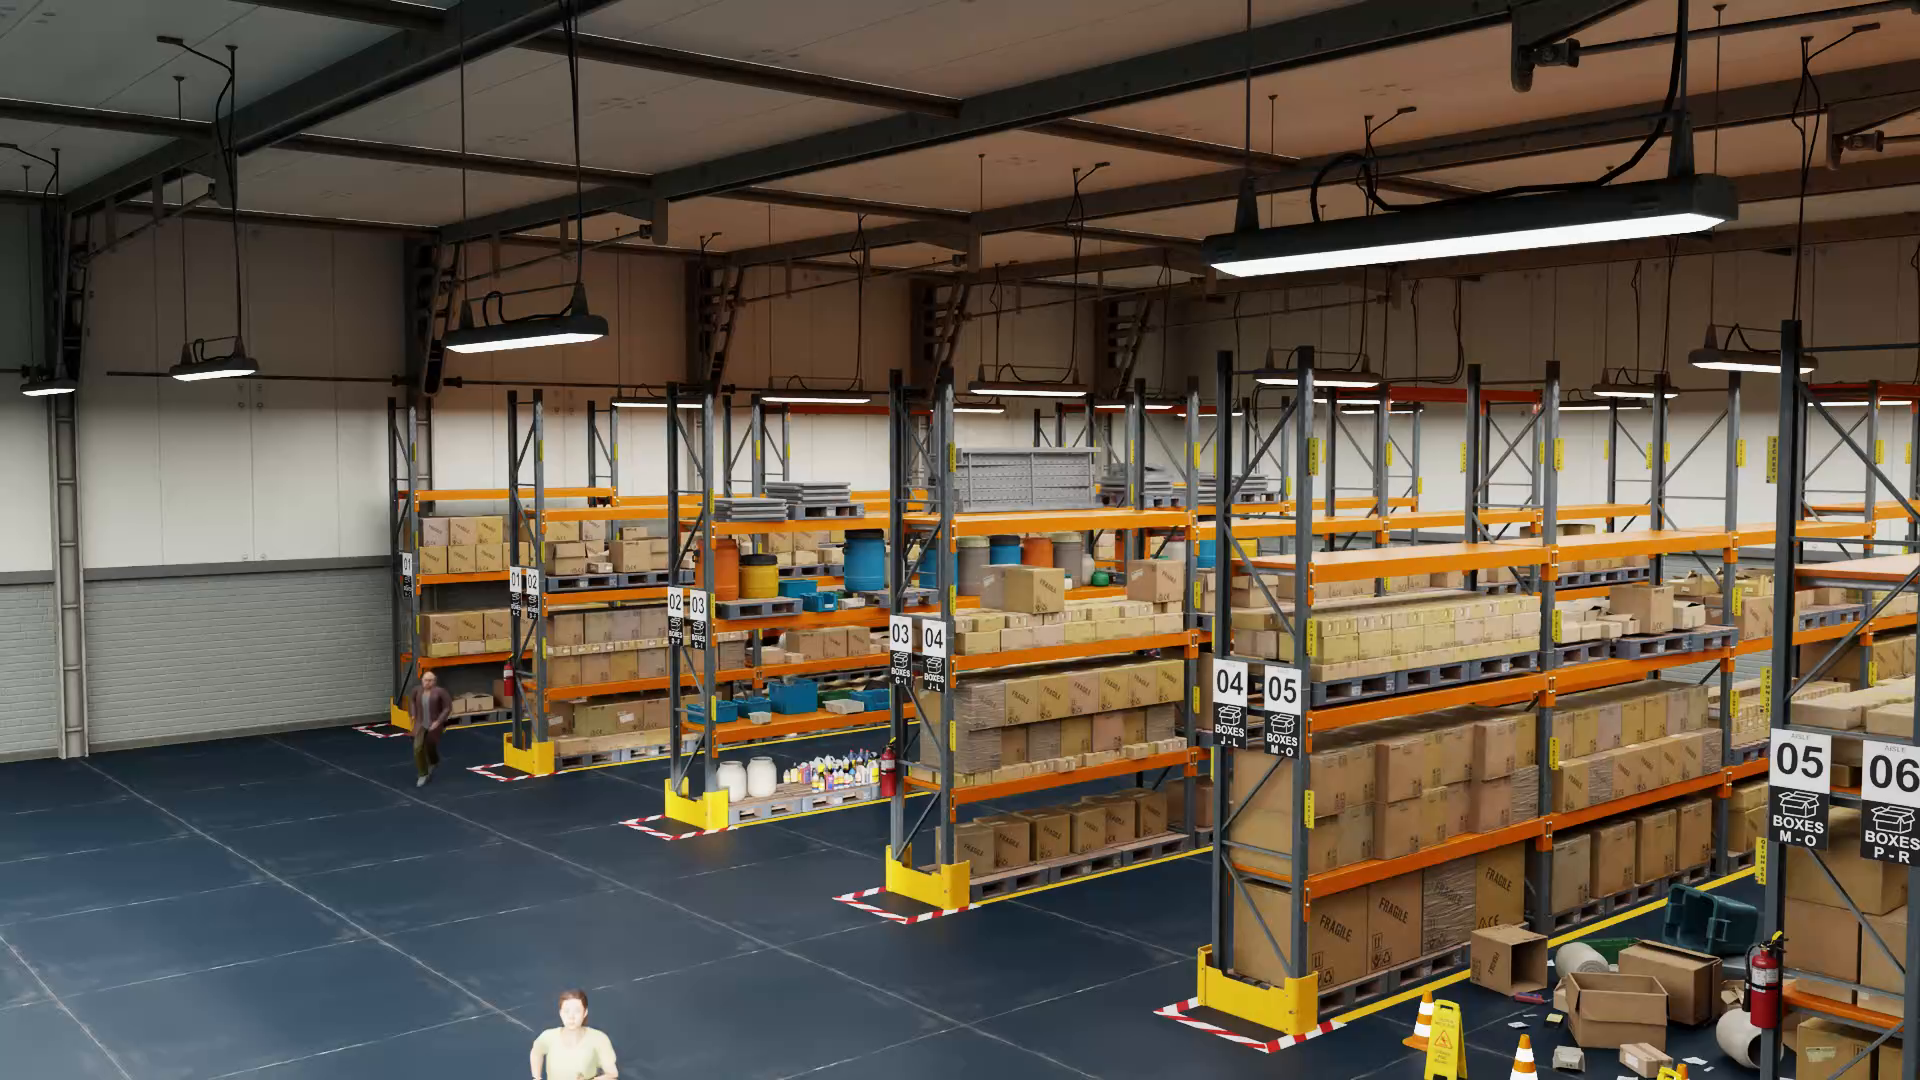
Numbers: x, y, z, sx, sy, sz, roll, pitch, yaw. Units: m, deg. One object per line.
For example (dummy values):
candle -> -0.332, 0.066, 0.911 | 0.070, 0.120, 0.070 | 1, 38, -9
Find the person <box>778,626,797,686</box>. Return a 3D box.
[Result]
person -> -3.251, 2.409, 31.934 | 0.718, 1.762, 1.024 | 3, 4, 39

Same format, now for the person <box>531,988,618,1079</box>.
person -> -2.451, 3.692, 10.567 | 0.557, 1.701, 0.879 | -1, 3, -11

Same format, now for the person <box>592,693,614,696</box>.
person -> -6.293, 2.626, 29.249 | 0.574, 1.653, 0.556 | 3, 4, 39

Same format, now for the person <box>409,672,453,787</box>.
person -> -8.075, 2.836, 25.455 | 0.689, 1.729, 0.946 | 0, 3, -2
